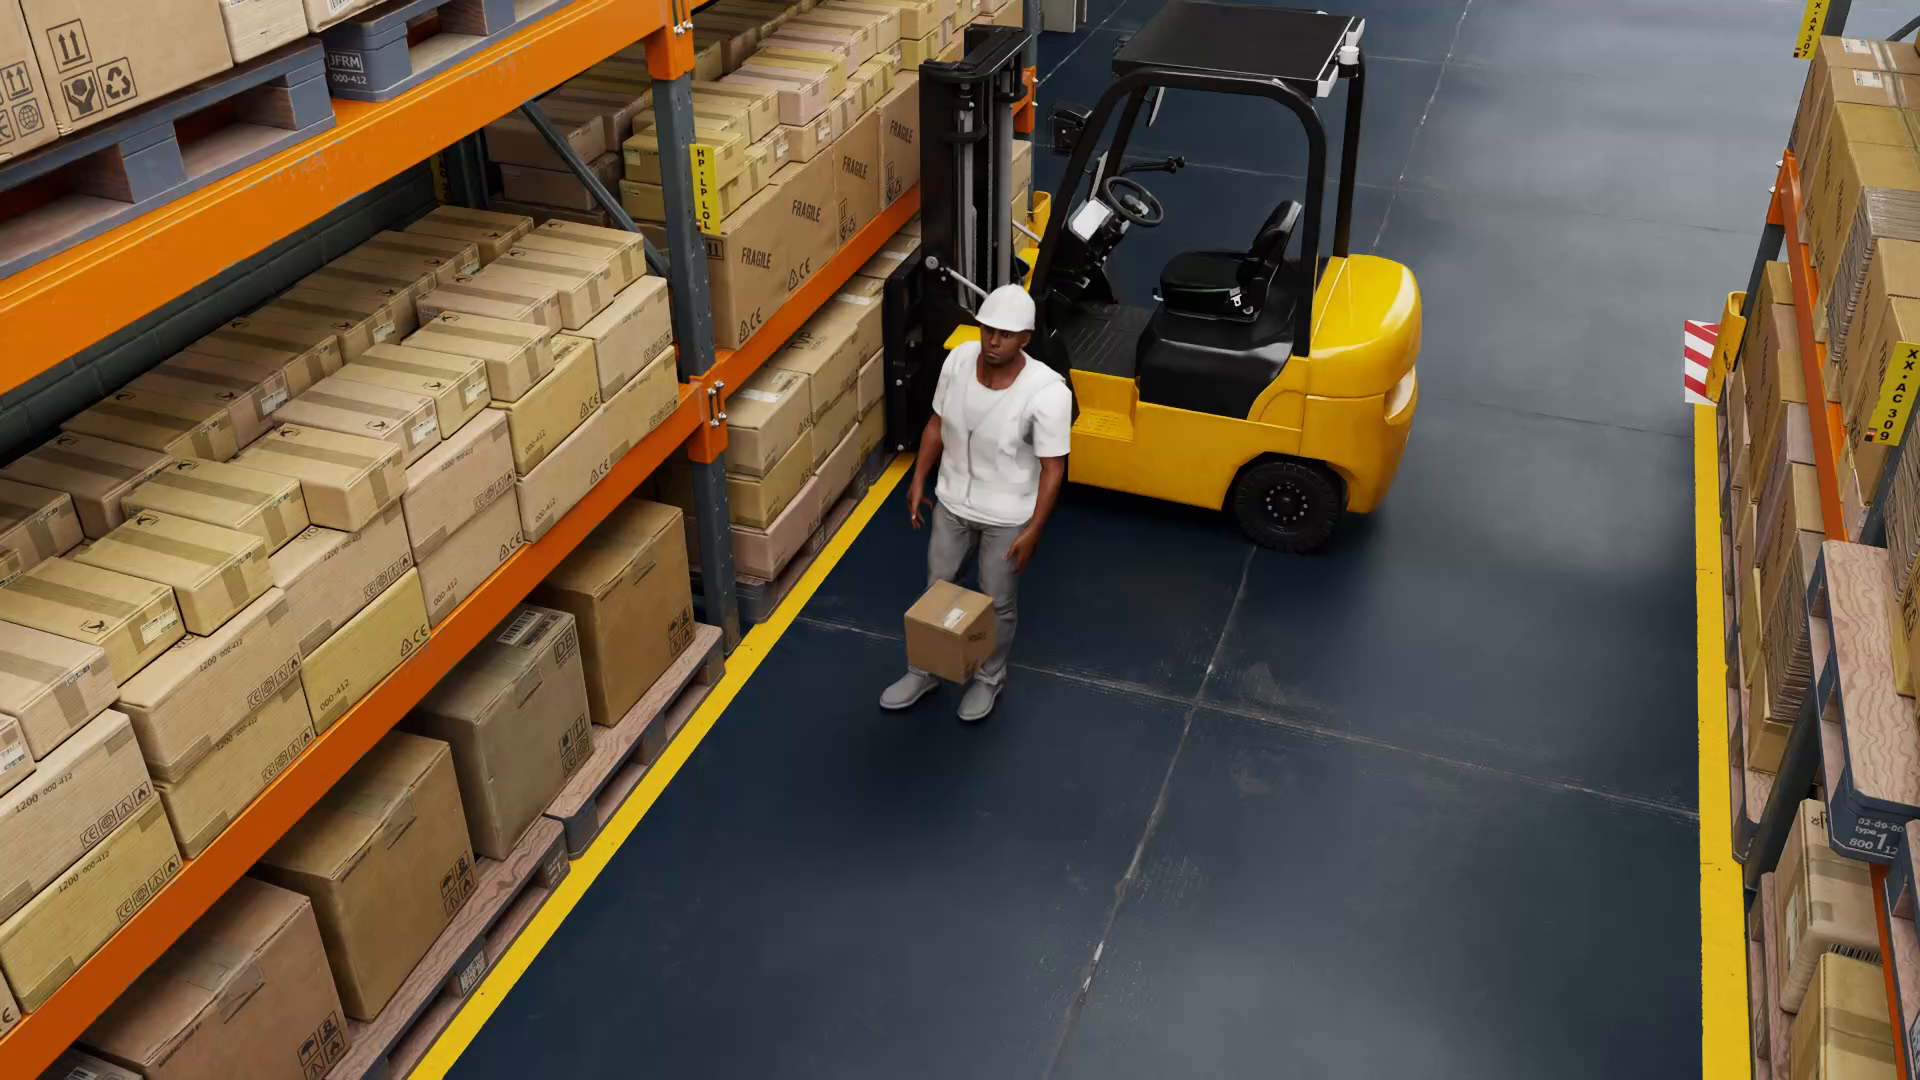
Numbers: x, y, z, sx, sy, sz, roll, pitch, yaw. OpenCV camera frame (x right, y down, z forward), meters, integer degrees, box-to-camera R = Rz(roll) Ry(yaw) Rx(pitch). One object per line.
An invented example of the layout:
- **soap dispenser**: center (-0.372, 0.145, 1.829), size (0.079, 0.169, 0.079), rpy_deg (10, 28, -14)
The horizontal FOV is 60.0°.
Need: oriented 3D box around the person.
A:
- **person**: center (0.062, -0.102, 6.259), size (0.625, 1.768, 0.575), rpy_deg (20, 38, 27)
